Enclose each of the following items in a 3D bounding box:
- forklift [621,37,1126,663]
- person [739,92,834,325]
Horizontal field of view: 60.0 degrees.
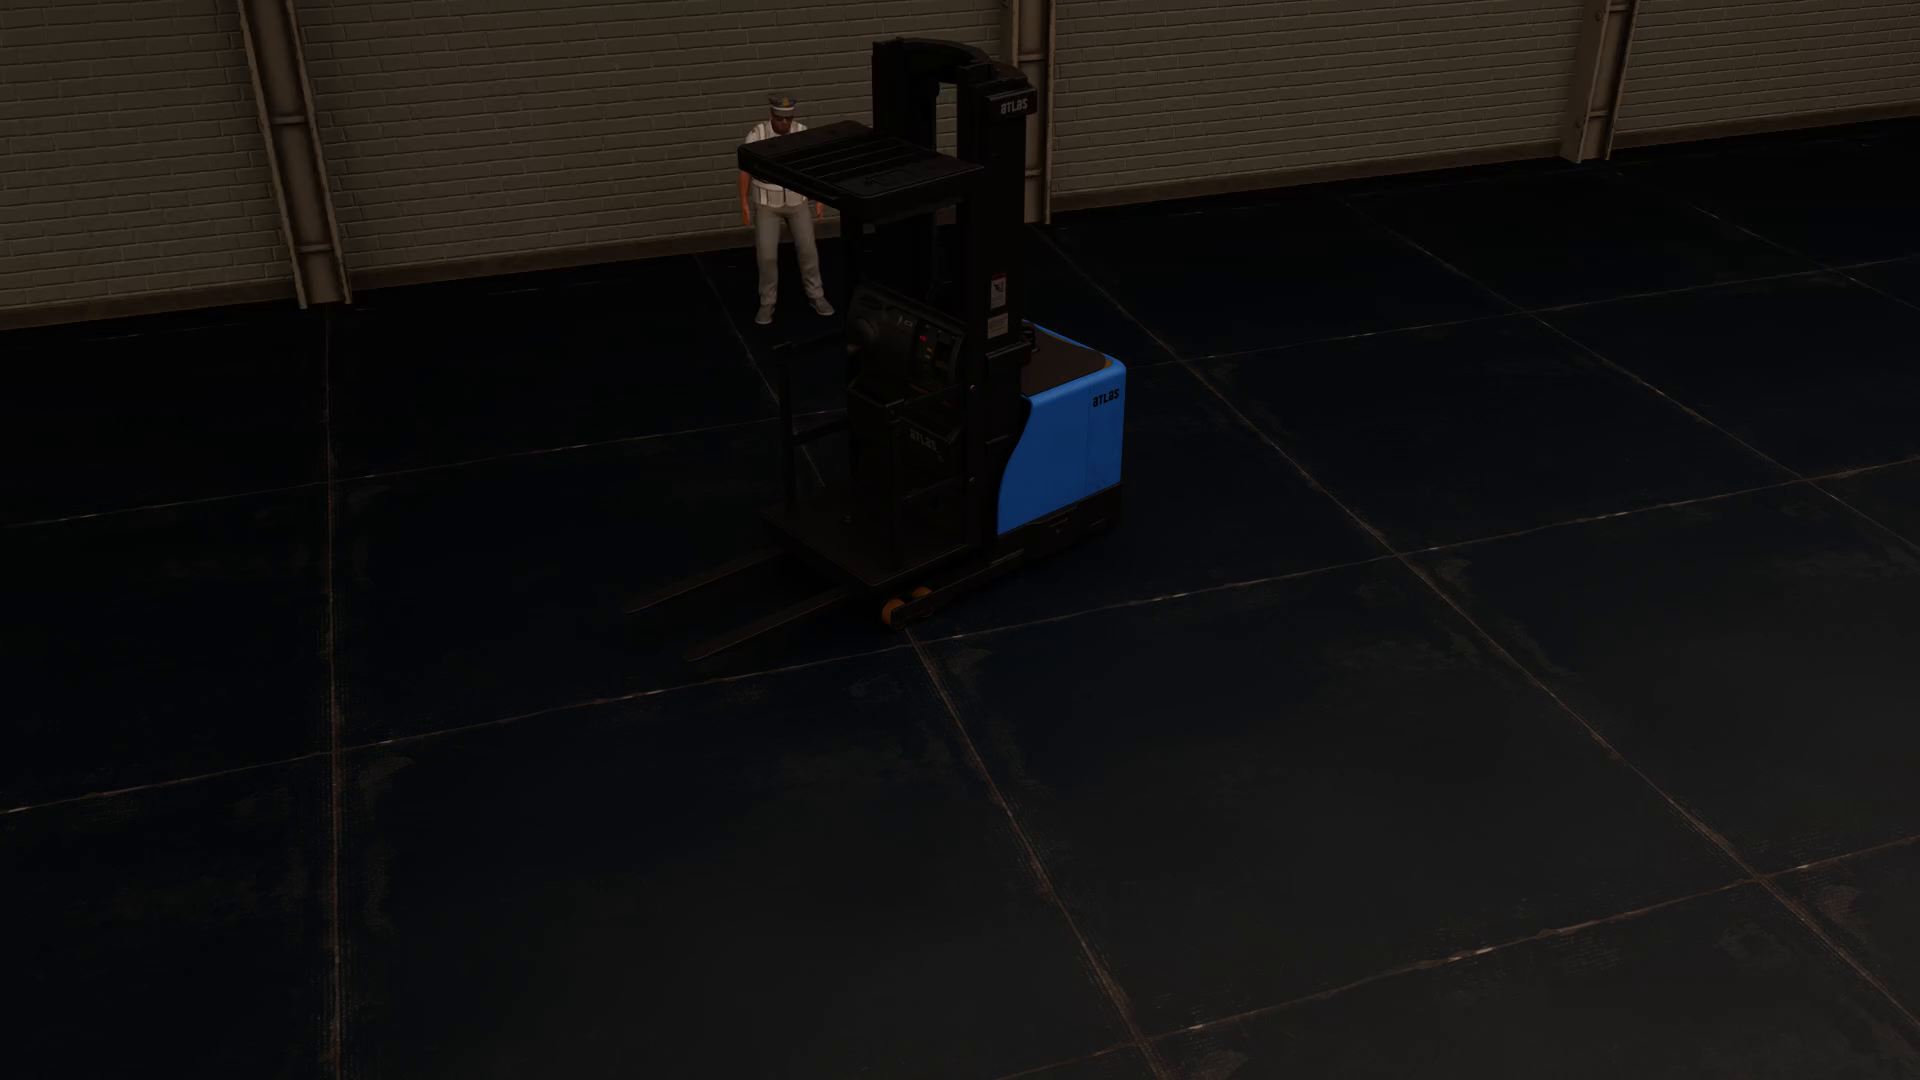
[{"bbox_3d":[-0.461,-1.072,8.951,3.031,2.935,1.130,-23,37,-34],"label":"forklift"},{"bbox_3d":[-1.349,-2.566,12.735,0.663,1.752,0.465,-8,31,-14],"label":"person"}]
